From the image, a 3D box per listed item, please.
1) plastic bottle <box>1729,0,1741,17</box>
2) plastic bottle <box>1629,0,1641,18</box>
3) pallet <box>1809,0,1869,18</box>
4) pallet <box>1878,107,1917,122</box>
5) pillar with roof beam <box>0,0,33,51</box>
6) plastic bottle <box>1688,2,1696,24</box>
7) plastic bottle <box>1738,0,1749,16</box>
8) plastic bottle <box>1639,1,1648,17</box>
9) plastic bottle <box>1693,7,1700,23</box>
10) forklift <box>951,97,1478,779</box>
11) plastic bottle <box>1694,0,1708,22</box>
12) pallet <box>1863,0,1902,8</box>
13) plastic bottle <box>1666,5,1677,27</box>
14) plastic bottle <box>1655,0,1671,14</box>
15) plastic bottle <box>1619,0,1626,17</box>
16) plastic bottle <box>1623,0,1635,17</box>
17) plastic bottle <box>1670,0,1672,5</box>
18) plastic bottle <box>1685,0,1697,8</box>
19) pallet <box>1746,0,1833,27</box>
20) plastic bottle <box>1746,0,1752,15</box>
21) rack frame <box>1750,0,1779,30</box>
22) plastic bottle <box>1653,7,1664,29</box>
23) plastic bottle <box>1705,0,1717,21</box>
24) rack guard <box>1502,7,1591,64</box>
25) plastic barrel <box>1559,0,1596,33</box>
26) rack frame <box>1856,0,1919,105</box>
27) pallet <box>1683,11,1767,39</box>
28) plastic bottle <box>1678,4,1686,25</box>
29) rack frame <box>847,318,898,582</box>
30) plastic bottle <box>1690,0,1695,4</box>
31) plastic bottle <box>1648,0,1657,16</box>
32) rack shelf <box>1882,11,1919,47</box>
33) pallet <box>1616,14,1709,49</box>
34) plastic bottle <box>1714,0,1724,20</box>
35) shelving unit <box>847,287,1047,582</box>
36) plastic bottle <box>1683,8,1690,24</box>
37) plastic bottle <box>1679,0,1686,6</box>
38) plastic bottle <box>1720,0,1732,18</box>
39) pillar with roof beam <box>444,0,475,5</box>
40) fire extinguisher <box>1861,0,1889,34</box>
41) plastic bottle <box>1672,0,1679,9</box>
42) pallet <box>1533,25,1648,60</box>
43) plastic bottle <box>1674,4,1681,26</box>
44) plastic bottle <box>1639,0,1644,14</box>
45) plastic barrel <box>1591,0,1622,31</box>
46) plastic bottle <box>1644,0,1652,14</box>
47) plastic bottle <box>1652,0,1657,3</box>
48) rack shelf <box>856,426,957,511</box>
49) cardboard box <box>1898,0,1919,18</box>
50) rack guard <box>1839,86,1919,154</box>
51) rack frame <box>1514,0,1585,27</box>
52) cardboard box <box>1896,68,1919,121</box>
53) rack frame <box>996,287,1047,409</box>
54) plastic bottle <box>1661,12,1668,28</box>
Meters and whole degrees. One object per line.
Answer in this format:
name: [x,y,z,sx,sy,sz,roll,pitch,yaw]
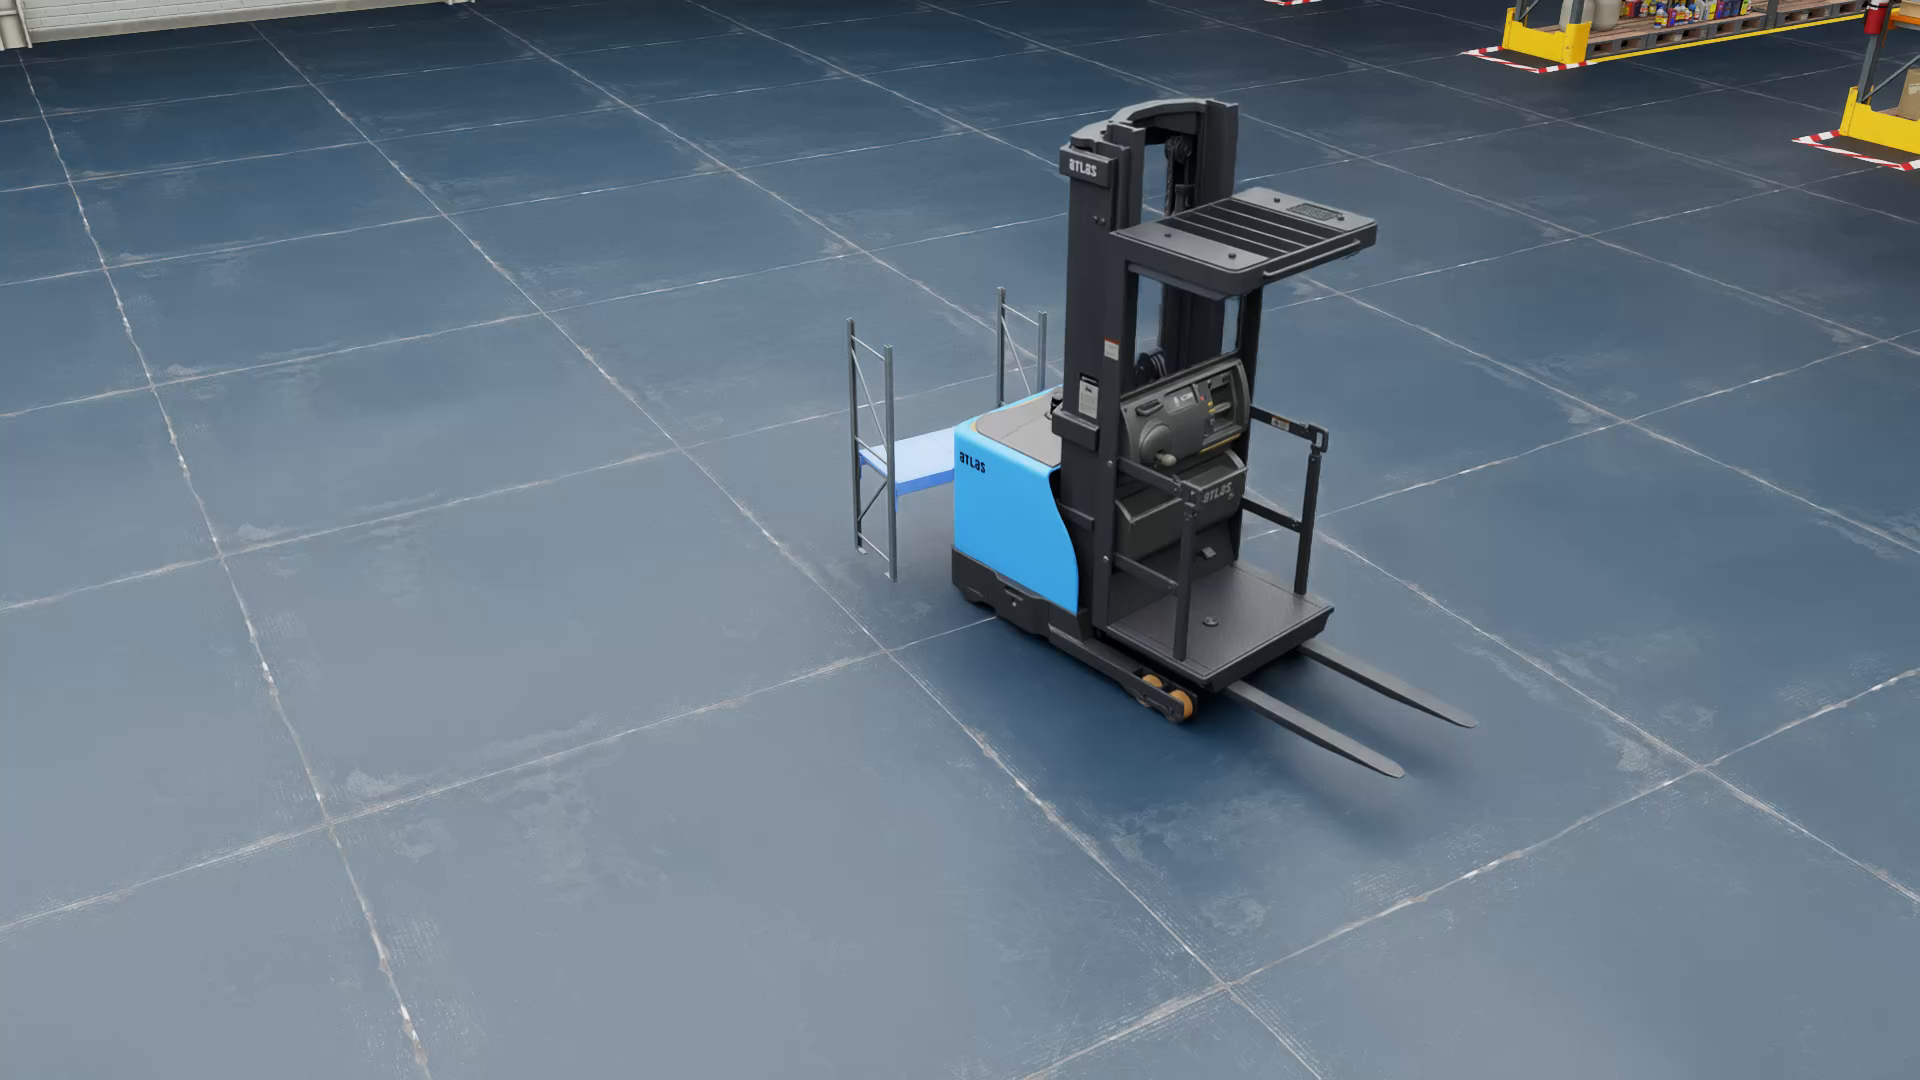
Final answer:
plastic bottle: [10.700,-7.434,23.000,0.185,0.351,0.144,-17,33,-28]
plastic bottle: [9.307,-7.341,22.902,0.133,0.283,0.061,-16,33,-26]
pallet: [12.819,-7.967,24.566,1.213,0.211,1.003,-16,33,-26]
pallet: [10.953,-4.618,18.498,1.213,0.211,1.003,-16,33,-26]
pillar with roof beam: [-10.532,-8.785,16.954,0.400,9.000,9.100,-16,33,-26]
plastic bottle: [9.938,-7.170,22.604,0.097,0.271,0.097,0,29,0]
plastic bottle: [10.861,-7.427,23.057,0.133,0.283,0.061,-14,32,-24]
plastic bottle: [9.452,-7.336,22.978,0.097,0.201,0.097,0,29,0]
plastic bottle: [10.026,-7.164,22.666,0.097,0.201,0.097,0,29,0]
forklift: [1.309,-0.614,8.427,1.130,2.935,3.031,-24,37,-36]
plastic bottle: [10.114,-7.237,22.721,0.135,0.276,0.152,-15,32,-25]
pallet: [13.870,-8.263,25.103,1.213,0.211,1.003,-16,33,-26]
plastic bottle: [9.586,-7.065,22.401,0.133,0.283,0.061,-15,32,-26]
plastic bottle: [9.770,-7.448,23.104,0.135,0.276,0.152,-16,33,-26]
plastic bottle: [9.113,-7.371,22.957,0.133,0.283,0.061,-15,32,-25]
plastic bottle: [9.253,-7.382,22.984,0.135,0.276,0.152,-16,33,-26]
plastic bottle: [9.932,-7.554,23.301,0.097,0.271,0.097,0,29,0]
plastic bottle: [10.276,-7.627,23.350,0.185,0.351,0.144,-16,33,-26]
pallet: [11.766,-7.666,24.021,1.213,0.211,1.003,-16,33,-26]
plastic bottle: [10.954,-7.427,23.143,0.097,0.201,0.097,0,29,0]
rack frame: [11.109,-8.679,22.970,0.127,3.000,1.000,-16,33,-26]
plastic bottle: [9.381,-7.012,22.317,0.097,0.271,0.097,0,29,0]
plastic bottle: [10.256,-7.308,22.772,0.185,0.351,0.144,-16,33,-27]
rack guard: [7.702,-6.643,21.869,0.348,0.500,1.175,-16,33,-26]
plastic barrel: [8.189,-6.987,22.045,0.421,0.512,0.421,0,29,0]
rack frame: [10.170,-5.636,17.457,0.127,3.000,1.000,-16,33,-26]
pallet: [10.509,-7.311,23.377,1.213,0.211,1.003,-16,33,-26]
plastic bottle: [9.763,-7.120,22.514,0.097,0.271,0.097,0,29,0]
rack frame: [-0.512,-0.511,9.723,0.032,1.500,0.500,-16,33,-26]
plastic bottle: [10.059,-7.284,22.799,0.133,0.283,0.061,-16,33,-26]
plastic bottle: [9.612,-7.386,23.068,0.097,0.201,0.097,0,29,0]
rack shelf: [11.894,-5.811,18.518,4.000,0.370,1.077,-16,33,-26]
pallet: [9.456,-7.010,22.832,1.213,0.211,1.003,-16,33,-26]
plastic bottle: [10.415,-7.300,22.828,0.133,0.283,0.061,-14,32,-23]
shelving unit: [-0.074,-0.636,9.948,1.048,1.500,0.538,-16,33,-26]
plastic bottle: [9.849,-7.114,22.575,0.097,0.201,0.097,0,29,0]
plastic bottle: [10.139,-7.566,23.322,0.097,0.271,0.097,0,29,0]
plastic bottle: [10.534,-7.387,22.915,0.185,0.351,0.144,-18,33,-29]
pillar with roof beam: [-5.359,-10.254,19.615,0.400,9.000,9.100,-16,33,-26]
fire extinguisher: [9.837,-5.766,17.772,0.183,0.674,0.296,-16,33,-26]
plastic bottle: [10.040,-7.641,23.375,0.185,0.351,0.144,-17,33,-28]
pallet: [8.405,-6.713,22.295,1.213,0.211,1.003,-16,33,-26]
plastic bottle: [9.677,-7.096,22.469,0.097,0.271,0.097,0,29,0]
plastic bottle: [9.372,-7.416,23.045,0.135,0.276,0.152,-17,33,-28]
plastic barrel: [8.621,-7.110,22.267,0.421,0.512,0.421,0,29,0]
plastic bottle: [9.513,-7.491,23.104,0.185,0.351,0.144,-14,32,-24]
plastic bottle: [9.674,-7.537,23.186,0.185,0.351,0.144,-16,33,-27]
rack shelf: [-0.074,-0.478,10.035,1.000,0.185,0.538,-16,33,-26]
cardboard box: [10.311,-5.682,17.800,0.250,0.149,0.380,-16,33,-26]
rack guard: [10.235,-4.560,18.094,0.348,0.500,1.175,-16,33,-26]
rack frame: [7.660,-7.700,21.195,0.127,3.000,1.000,-16,33,-26]
cardboard box: [10.716,-4.872,18.224,0.500,0.500,0.500,-10,30,-17]
rack frame: [0.365,-0.760,10.173,0.032,1.500,0.500,-16,33,-26]
plastic bottle: [9.471,-7.006,22.380,0.097,0.201,0.097,0,29,0]
